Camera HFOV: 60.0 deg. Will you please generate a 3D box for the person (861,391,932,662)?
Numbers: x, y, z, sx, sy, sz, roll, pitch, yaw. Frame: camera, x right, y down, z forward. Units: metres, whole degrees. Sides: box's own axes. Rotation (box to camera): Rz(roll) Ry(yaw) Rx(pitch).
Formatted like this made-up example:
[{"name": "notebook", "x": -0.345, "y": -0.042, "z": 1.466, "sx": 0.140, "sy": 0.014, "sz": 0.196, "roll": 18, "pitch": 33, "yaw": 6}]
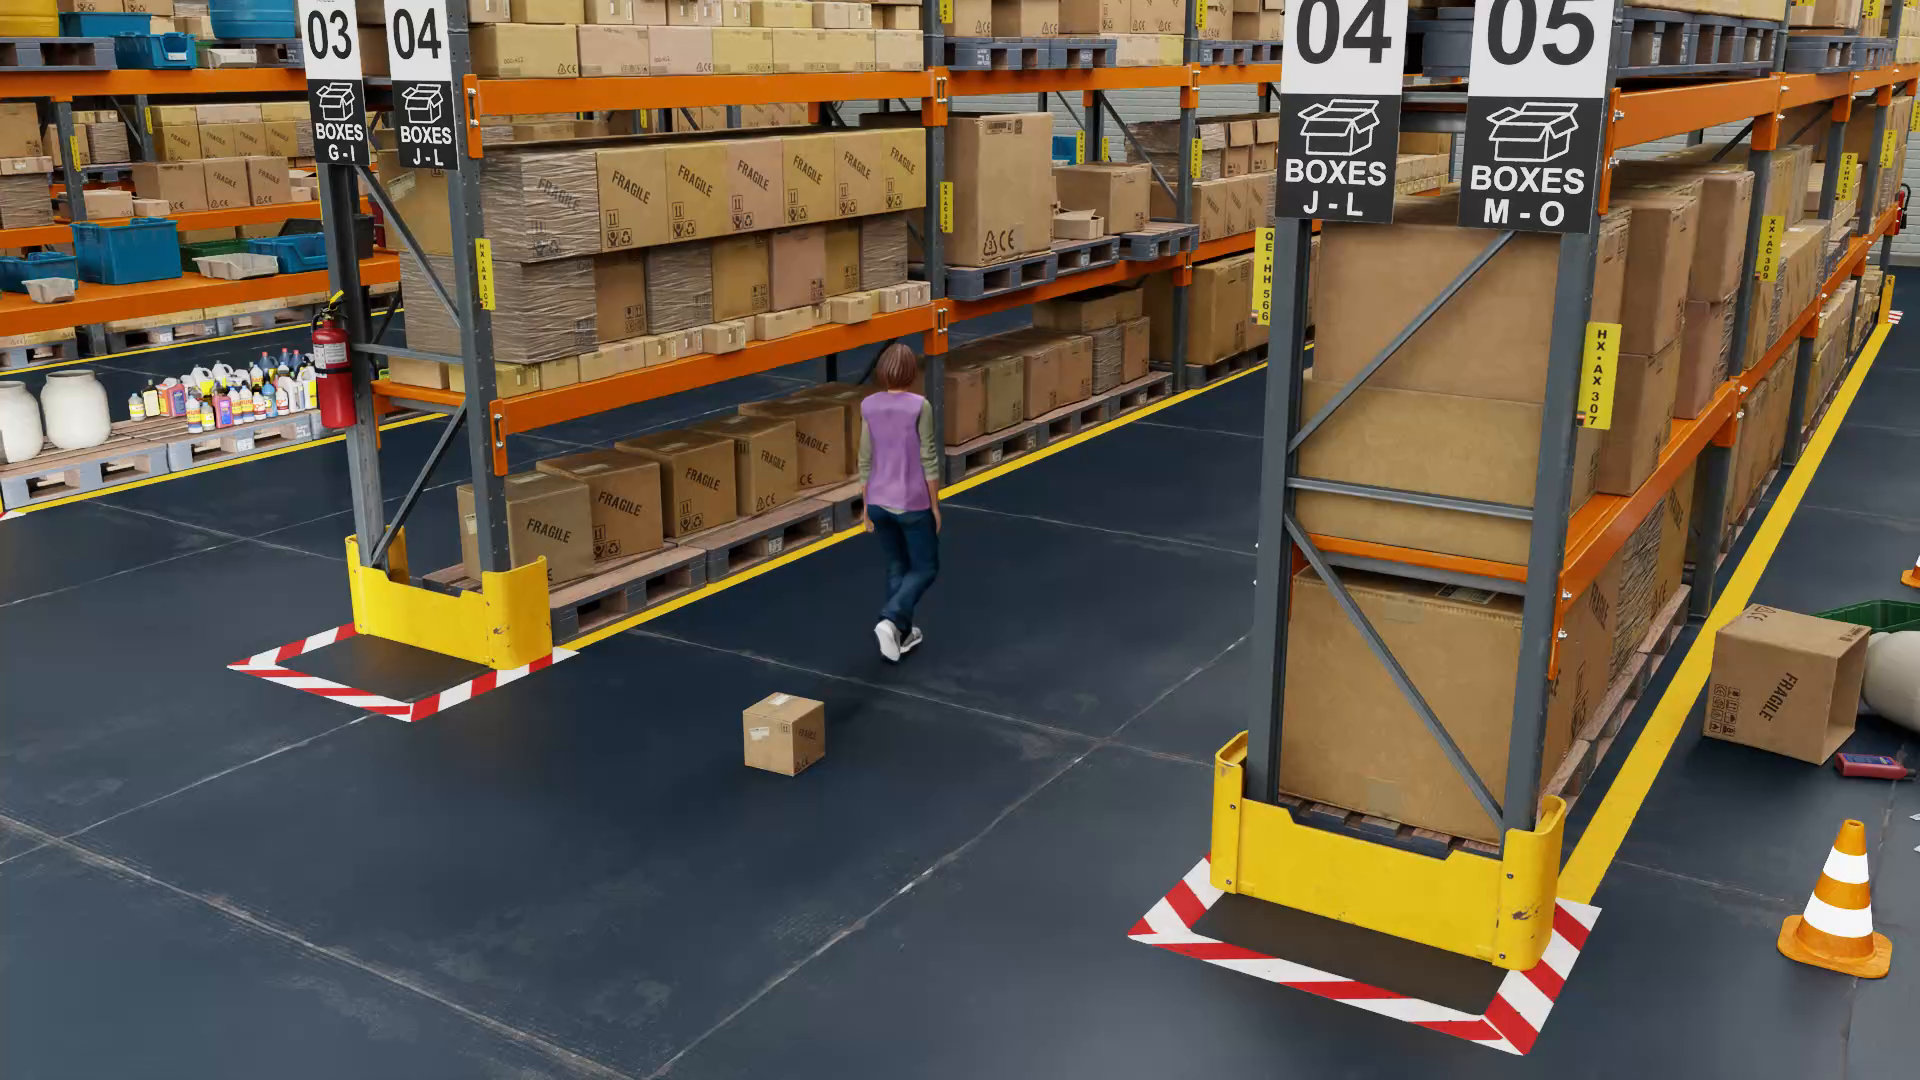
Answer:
[{"name": "person", "x": -0.318, "y": -0.053, "z": 8.066, "sx": 0.351, "sy": 1.352, "sz": 0.678, "roll": 7, "pitch": 18, "yaw": 23}]
